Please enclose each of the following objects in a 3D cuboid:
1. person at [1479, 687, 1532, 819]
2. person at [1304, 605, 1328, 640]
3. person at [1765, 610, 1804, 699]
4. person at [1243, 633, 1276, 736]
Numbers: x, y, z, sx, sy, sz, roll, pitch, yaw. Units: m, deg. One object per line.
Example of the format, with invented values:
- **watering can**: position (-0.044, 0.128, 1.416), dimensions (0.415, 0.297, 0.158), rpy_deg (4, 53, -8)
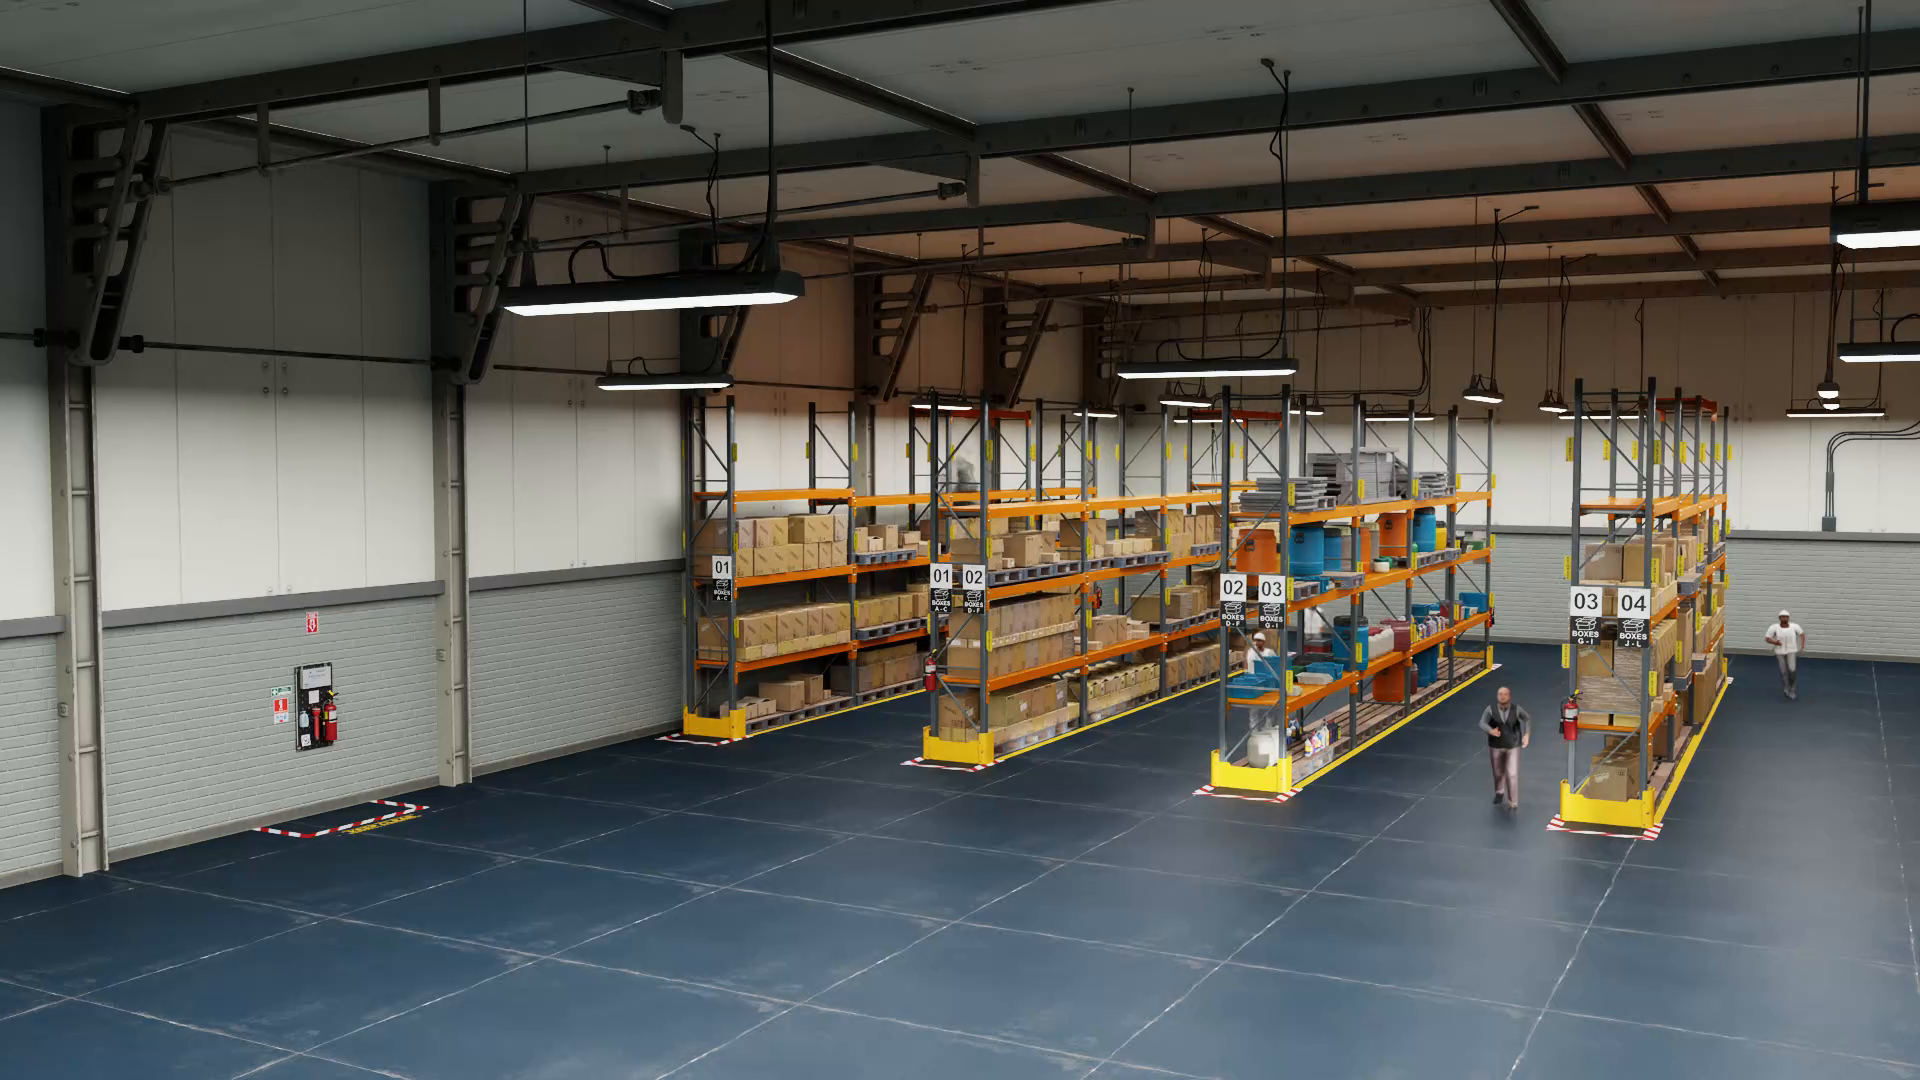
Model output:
- **person**: position (7.563, 2.920, 23.103), dimensions (0.689, 1.768, 0.869), rpy_deg (1, 3, 22)
- **person**: position (8.048, 2.128, 37.982), dimensions (0.643, 1.761, 0.636), rpy_deg (1, 3, 20)
- **person**: position (16.880, 2.346, 34.054), dimensions (0.731, 1.822, 0.637), rpy_deg (1, 3, 24)
- **person**: position (5.328, 2.544, 29.605), dimensions (0.670, 1.792, 0.854), rpy_deg (2, 3, 29)
